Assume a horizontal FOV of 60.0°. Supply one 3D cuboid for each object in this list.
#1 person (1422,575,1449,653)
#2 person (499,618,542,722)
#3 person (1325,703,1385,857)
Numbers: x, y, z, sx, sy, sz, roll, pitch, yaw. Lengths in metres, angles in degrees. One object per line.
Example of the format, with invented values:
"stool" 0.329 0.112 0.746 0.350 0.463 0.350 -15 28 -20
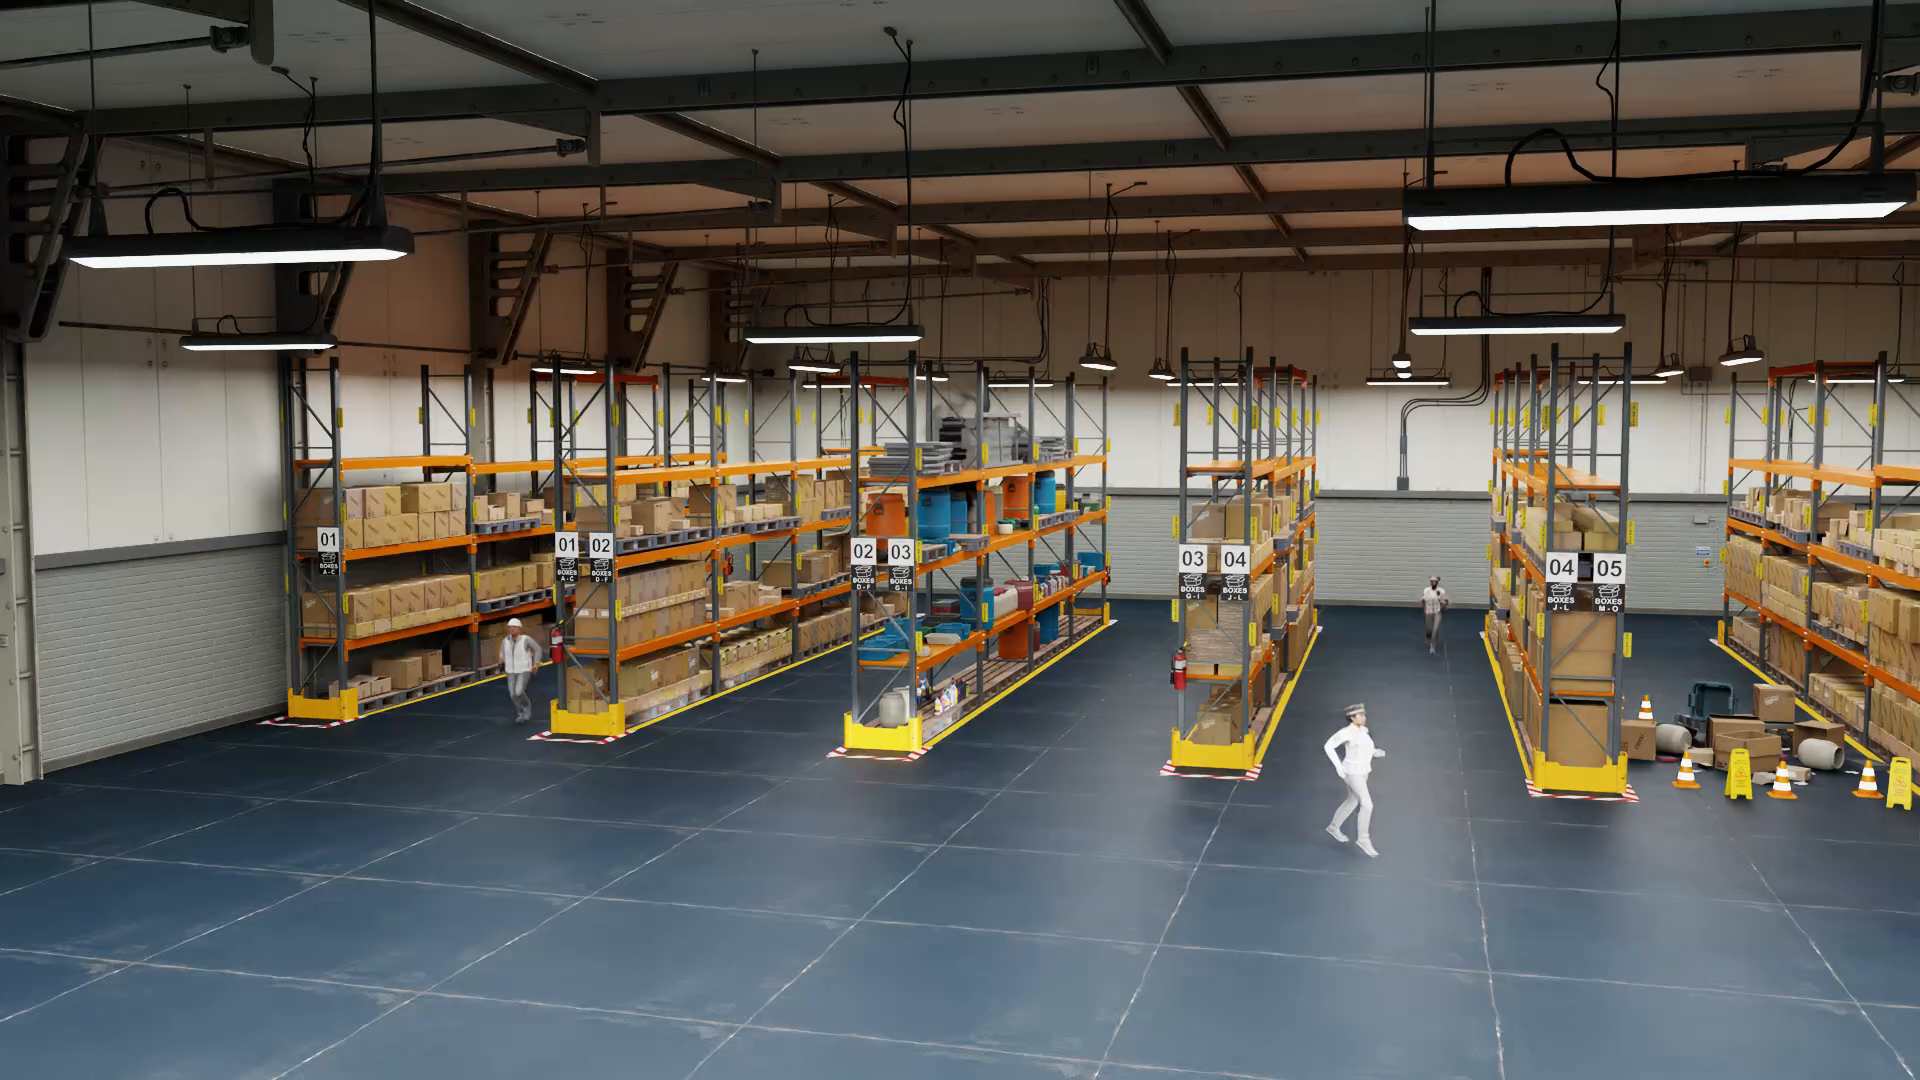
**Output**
"person" 10.177 1.568 35.629 0.576 1.678 0.609 2 5 23
"person" -7.225 2.138 27.166 0.667 1.725 0.709 1 4 12
"person" 4.563 2.743 19.248 0.765 1.752 0.583 4 6 42
